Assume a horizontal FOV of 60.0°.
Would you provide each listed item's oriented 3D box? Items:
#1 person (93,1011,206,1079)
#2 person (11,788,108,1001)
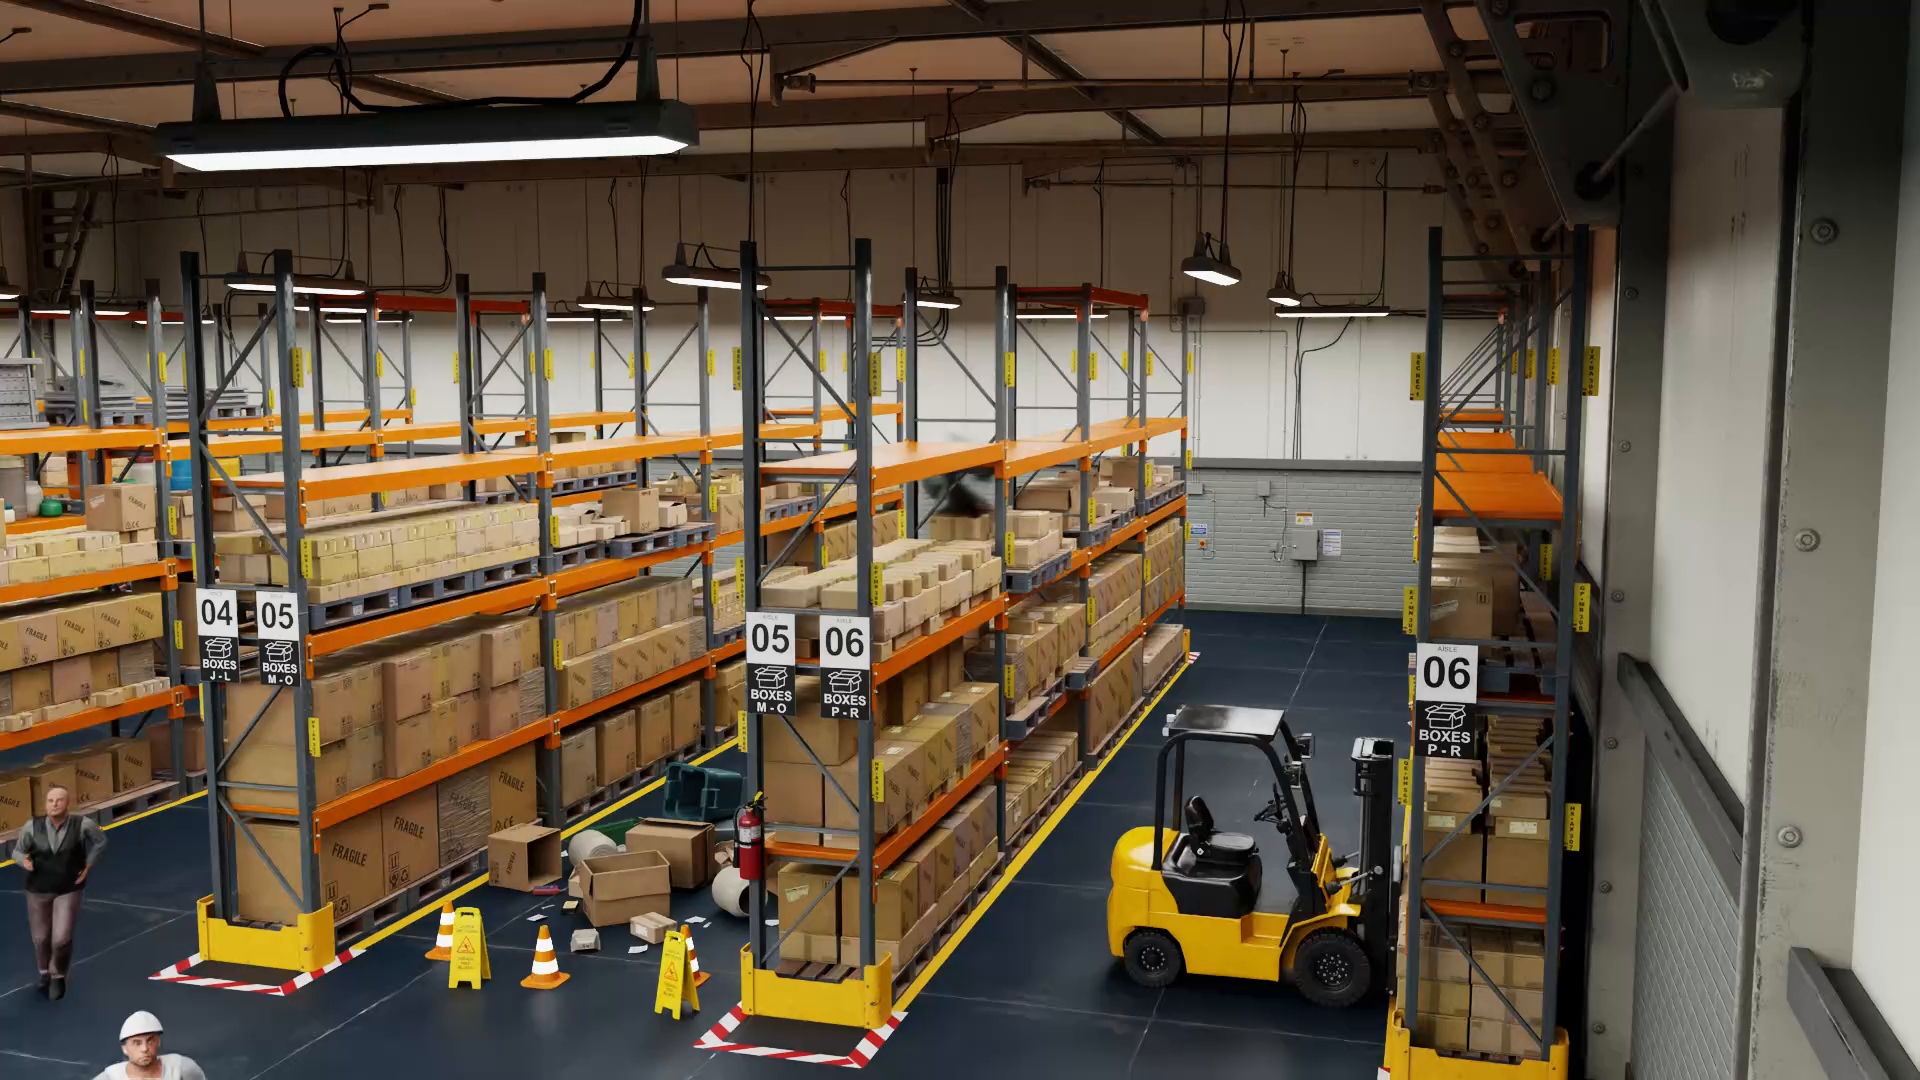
[{"bbox_3d":[-4.287,3.323,8.760,0.666,1.751,0.550,-4,7,-29],"label":"person"},{"bbox_3d":[-7.226,2.846,13.344,0.658,1.743,0.703,-2,7,-15],"label":"person"}]
